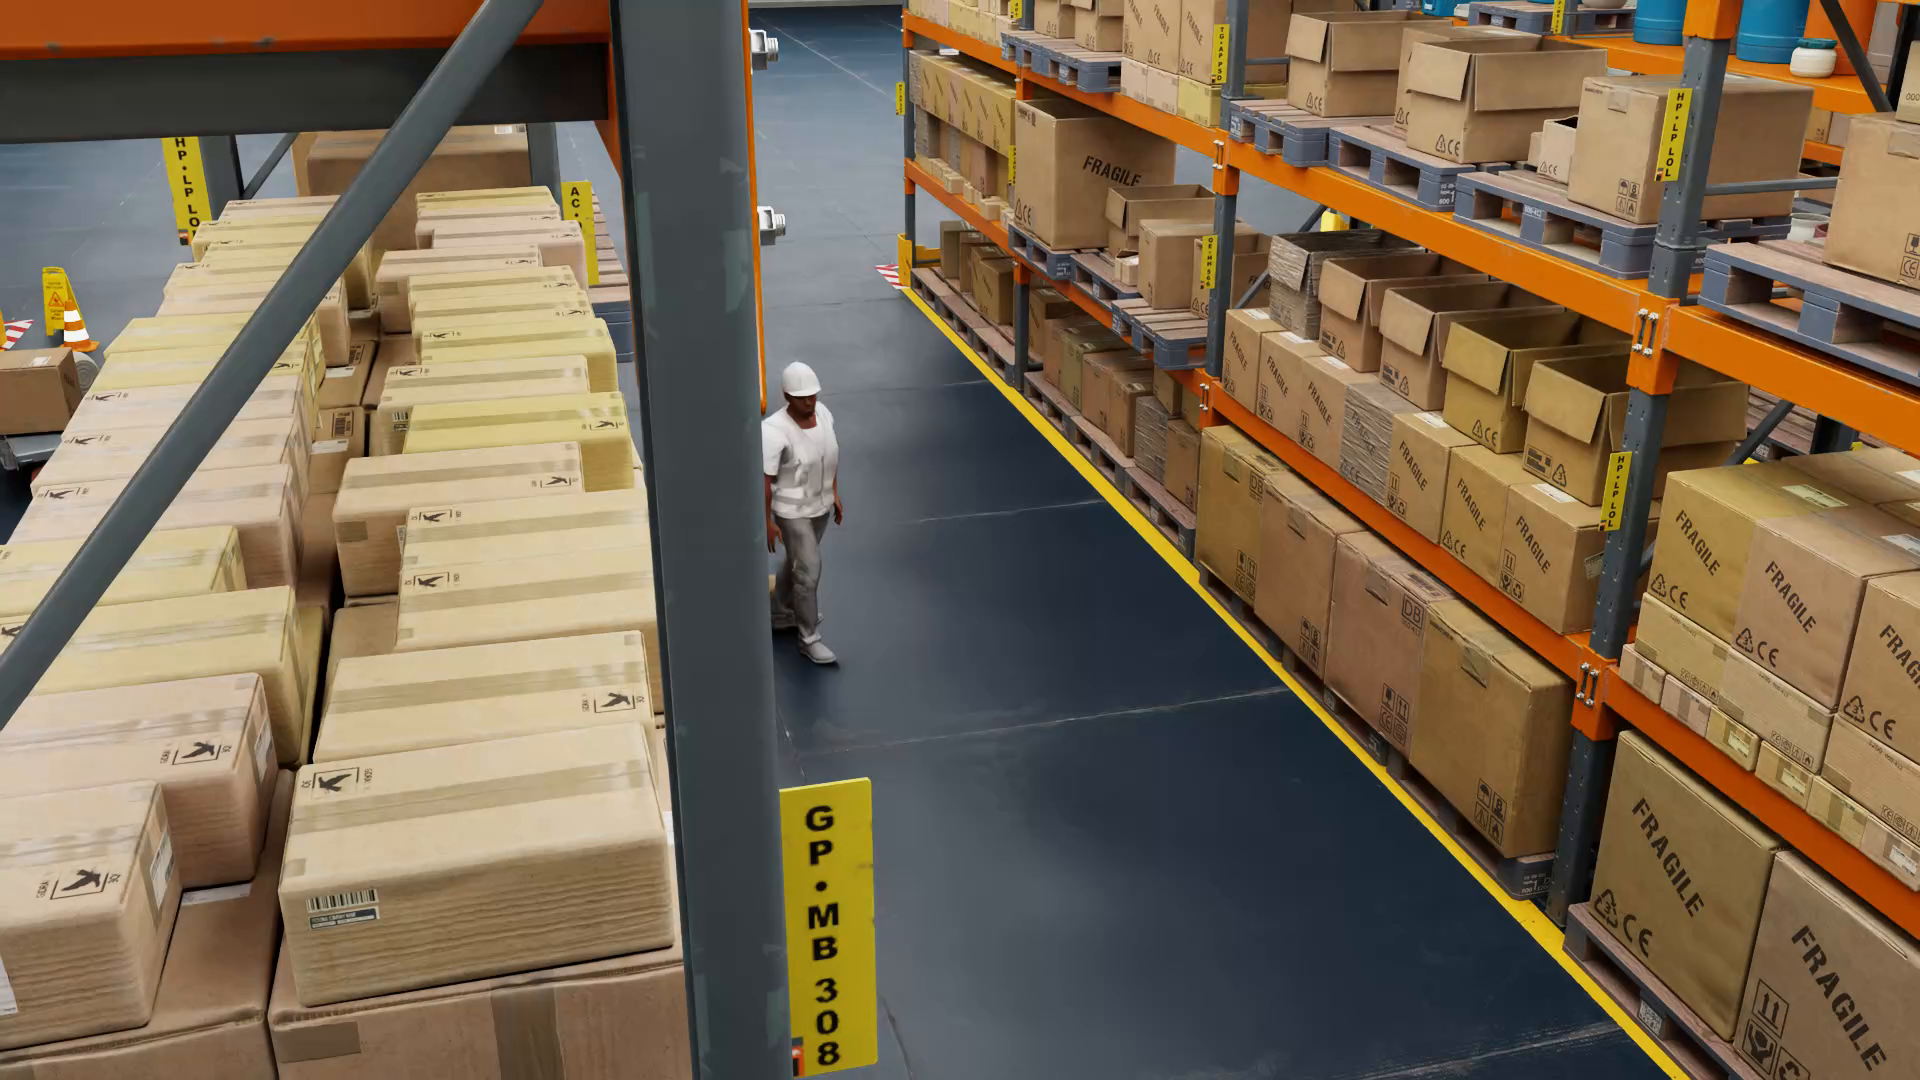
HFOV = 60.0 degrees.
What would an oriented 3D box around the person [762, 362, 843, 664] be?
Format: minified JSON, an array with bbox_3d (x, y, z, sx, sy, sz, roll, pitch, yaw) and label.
[{"bbox_3d":[-0.915,-0.179,9.502,0.610,1.762,0.595,14,26,30],"label":"person"}]
